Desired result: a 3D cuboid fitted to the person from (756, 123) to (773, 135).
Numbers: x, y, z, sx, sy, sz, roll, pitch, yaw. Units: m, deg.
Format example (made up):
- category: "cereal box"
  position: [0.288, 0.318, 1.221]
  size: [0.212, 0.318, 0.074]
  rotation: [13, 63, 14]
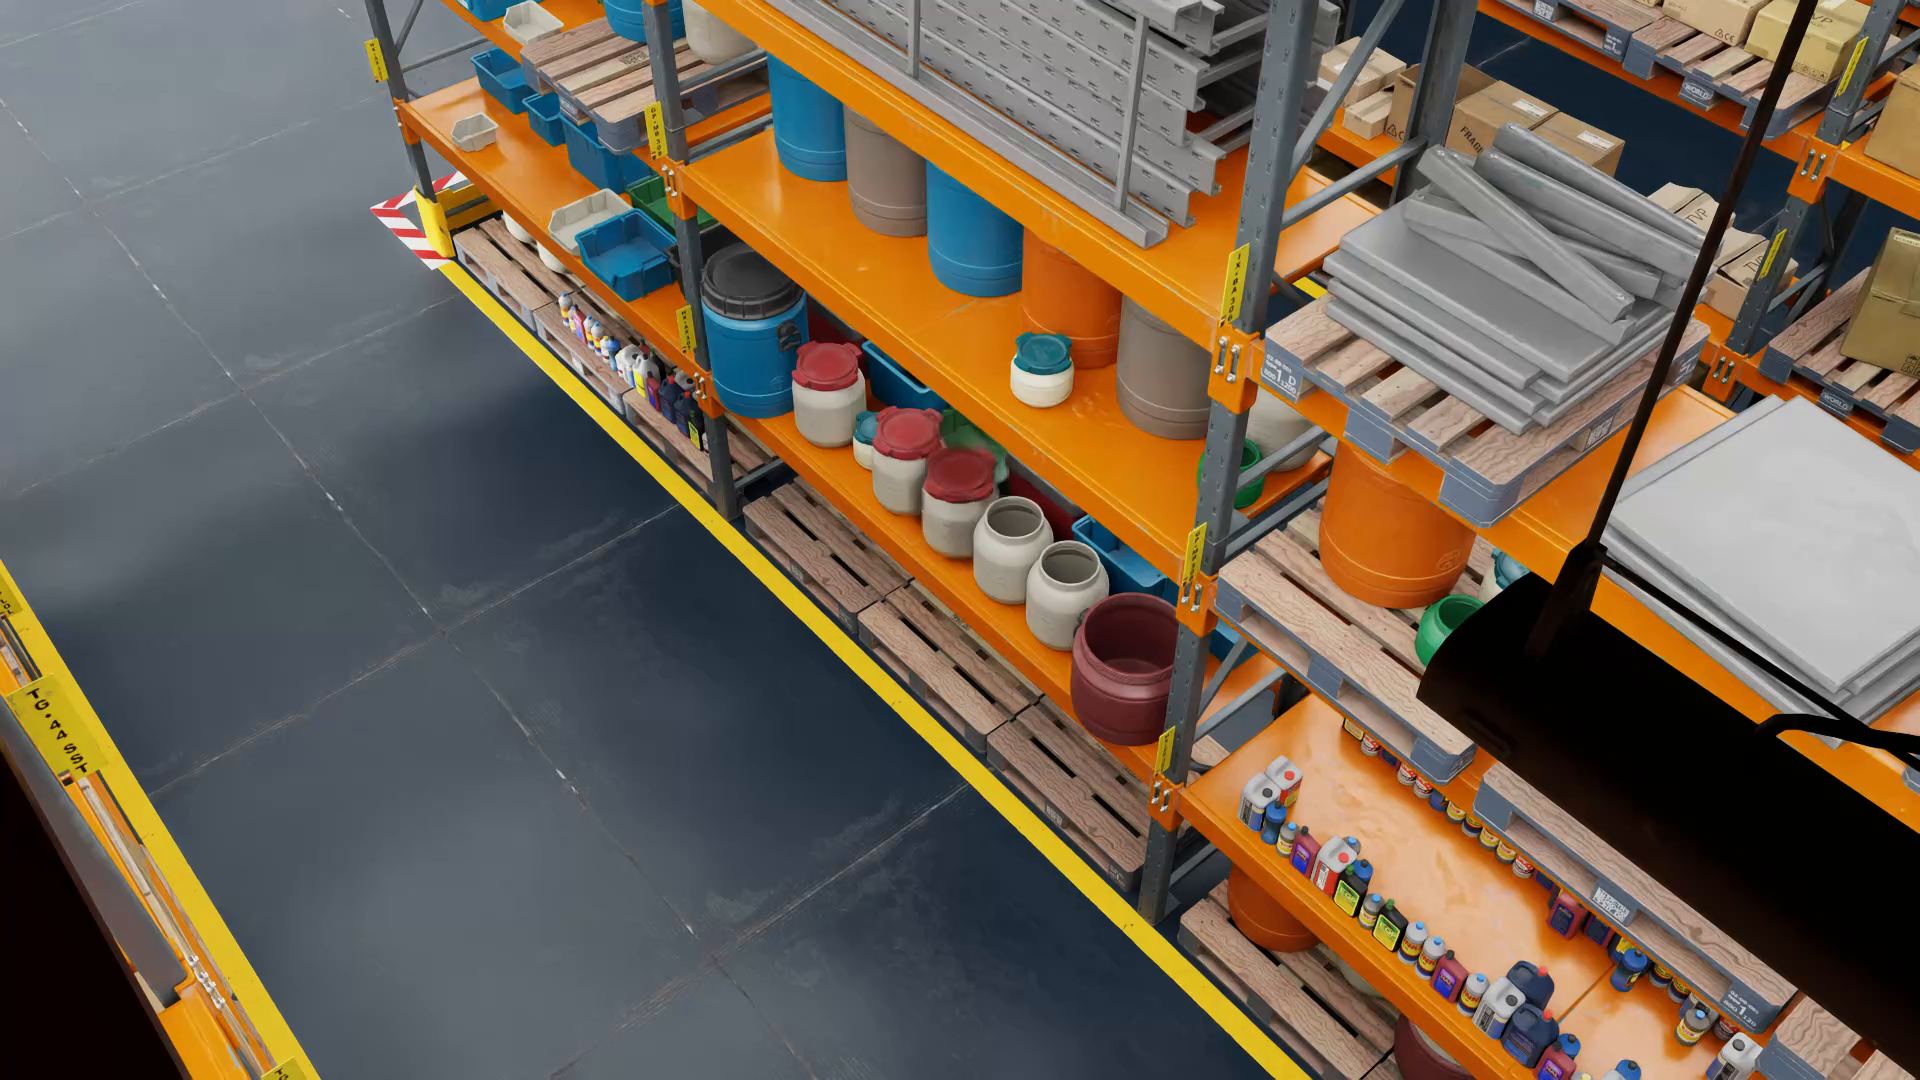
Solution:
- category: "person"
  position: [-1.238, -3.340, 12.497]
  size: [0.604, 1.046, 0.393]
  rotation: [-24, 51, -21]
